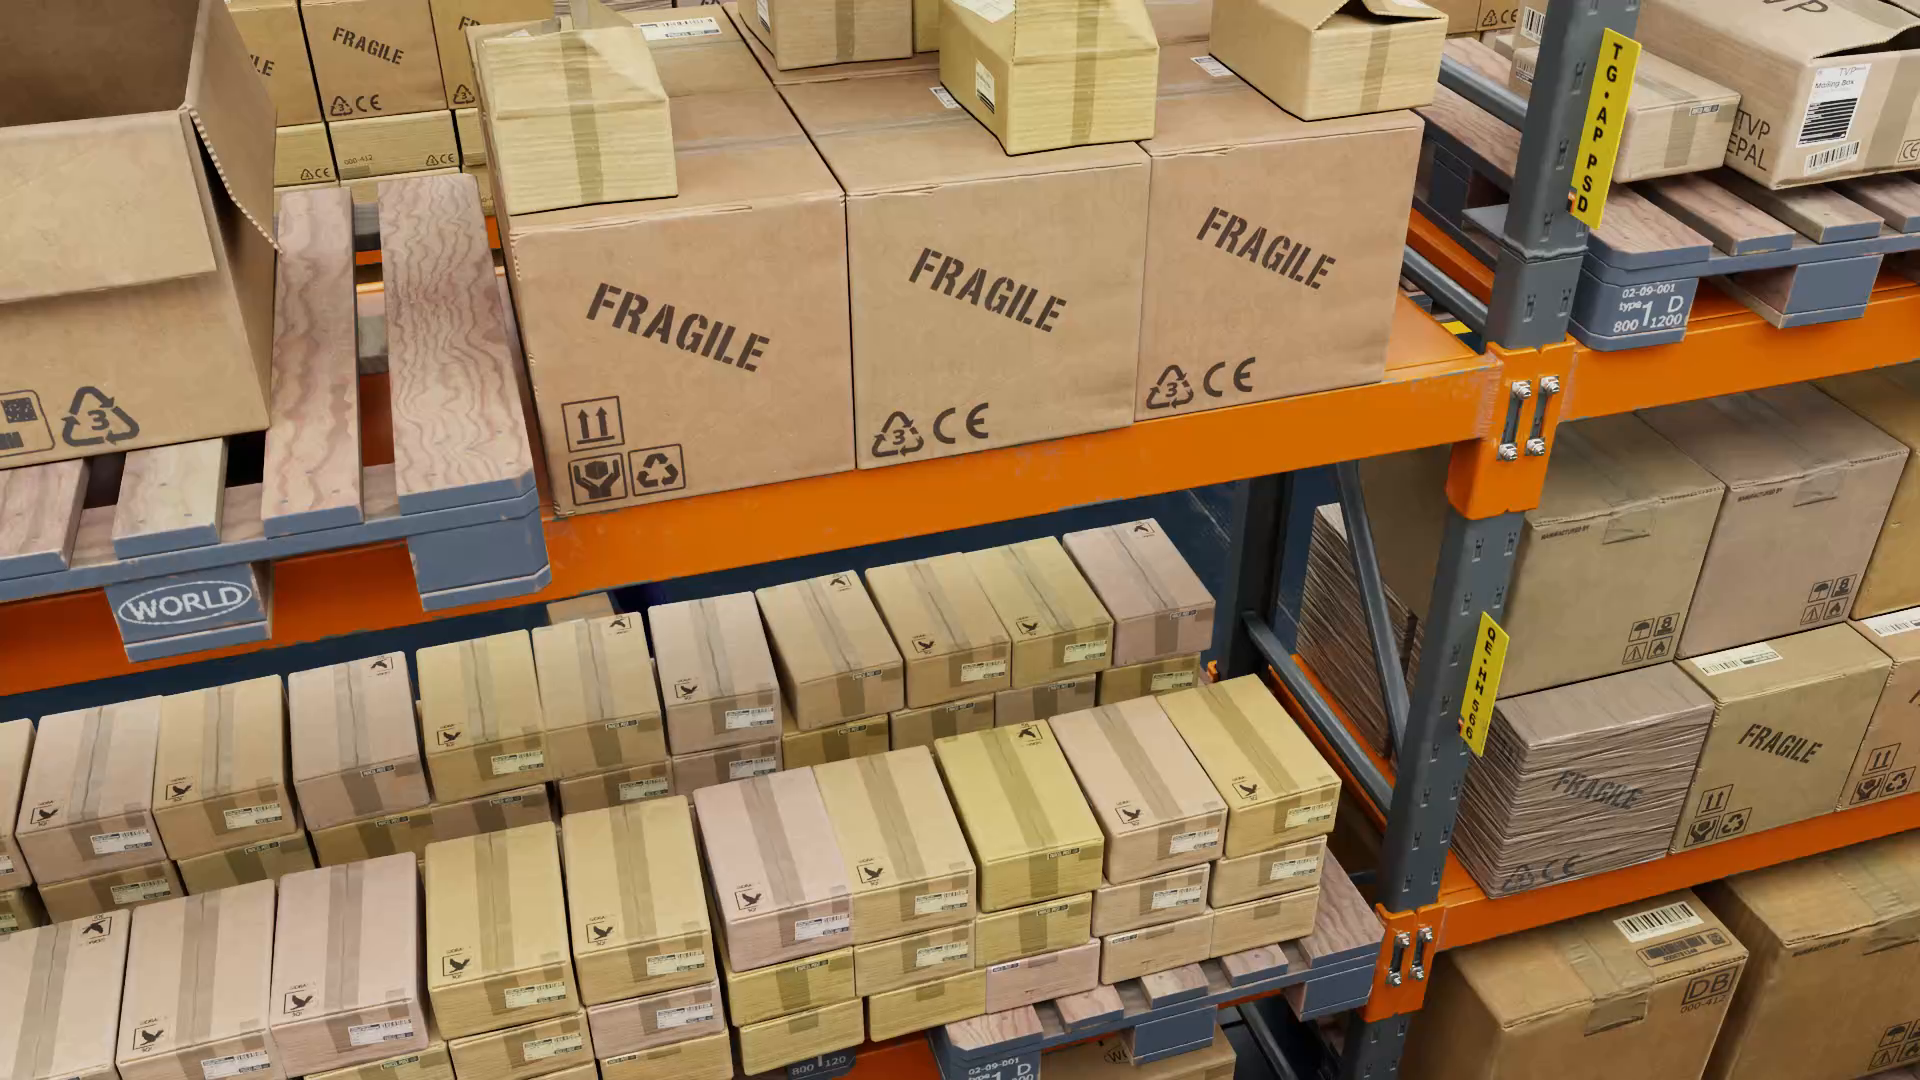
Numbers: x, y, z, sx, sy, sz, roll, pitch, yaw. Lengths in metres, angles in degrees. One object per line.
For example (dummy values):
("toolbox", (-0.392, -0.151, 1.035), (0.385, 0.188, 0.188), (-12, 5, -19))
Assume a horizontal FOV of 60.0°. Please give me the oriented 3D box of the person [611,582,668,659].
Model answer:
("person", (-1.308, -0.217, 6.470), (0.377, 1.650, 0.555), (-12, 36, -17))
